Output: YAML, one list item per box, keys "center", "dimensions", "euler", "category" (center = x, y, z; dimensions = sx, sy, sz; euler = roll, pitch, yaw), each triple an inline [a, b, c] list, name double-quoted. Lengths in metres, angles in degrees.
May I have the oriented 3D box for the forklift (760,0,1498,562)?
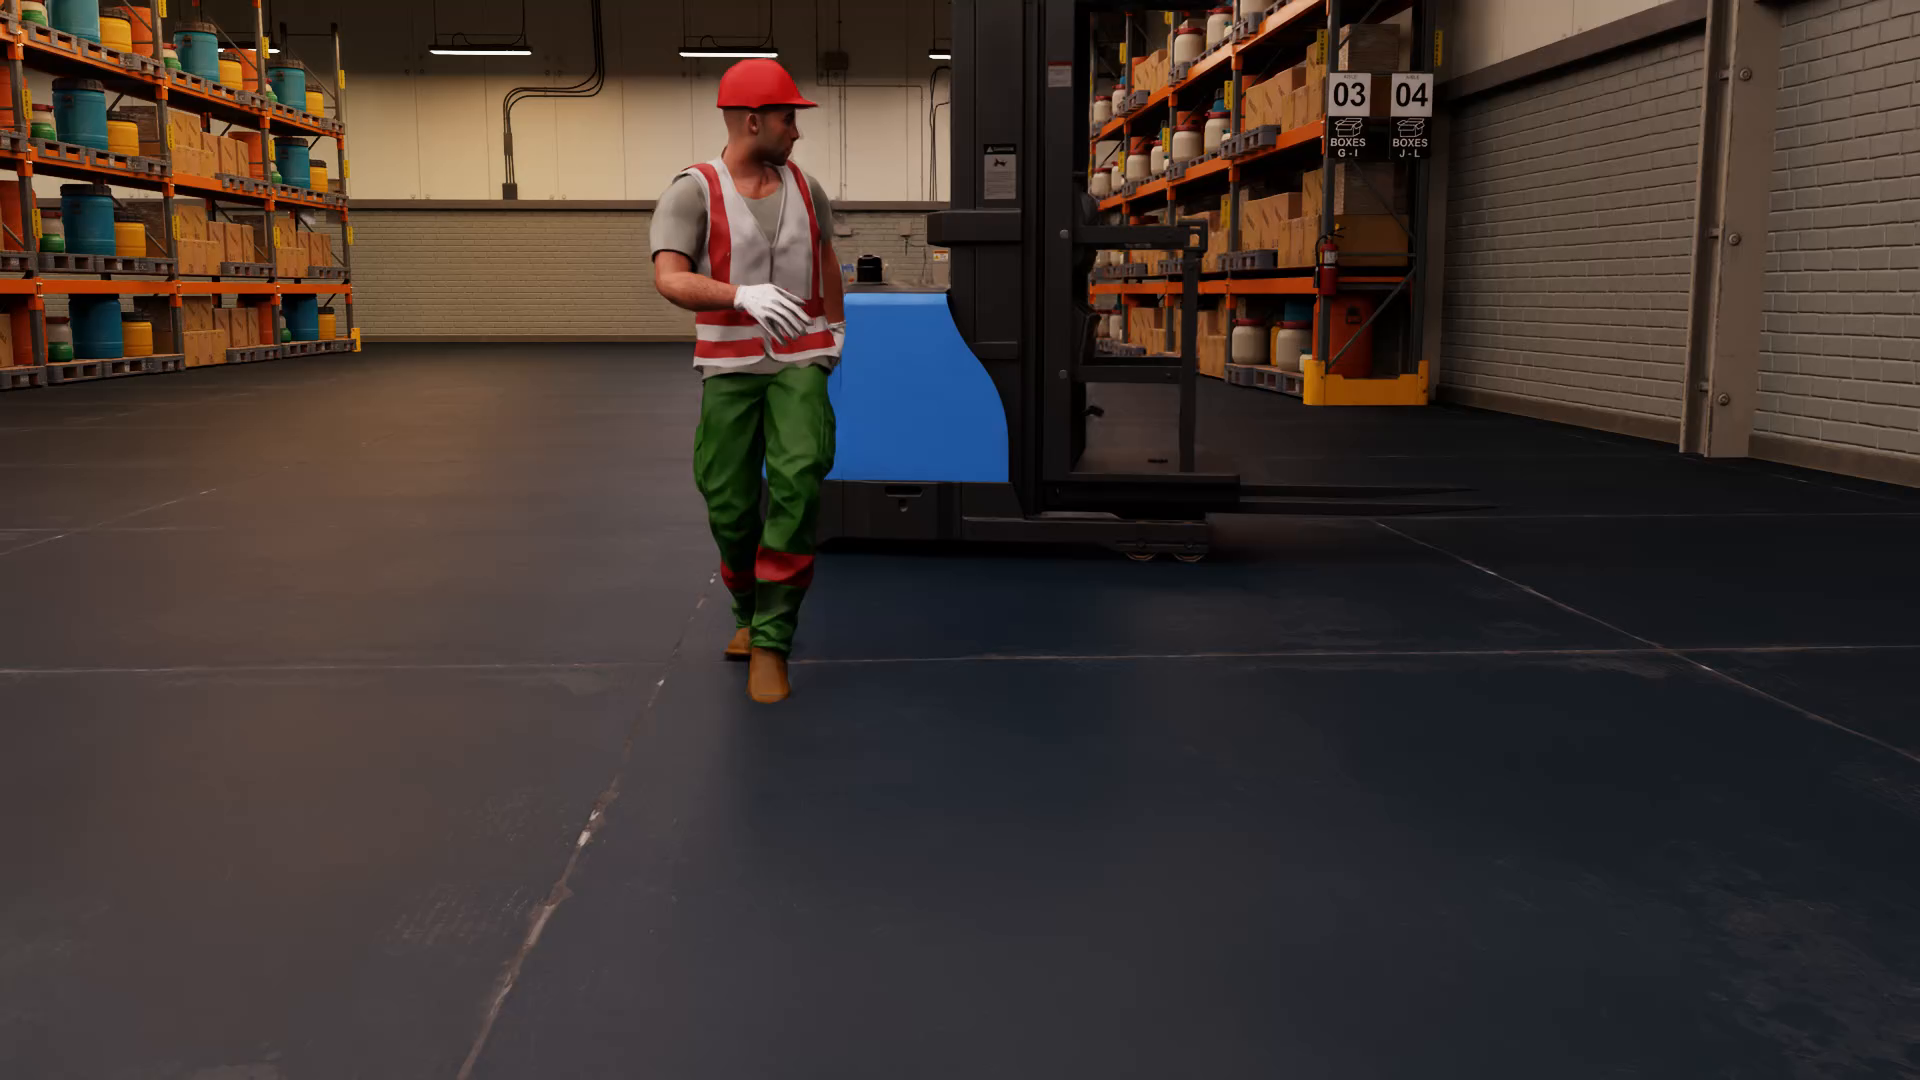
- center: [0.714, -1.443, 7.046]
  dimensions: [3.031, 2.935, 1.130]
  euler: [1, 9, 7]
  category: "forklift"

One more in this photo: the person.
- center: [-0.575, -0.463, 4.731]
  dimensions: [0.577, 1.753, 0.935]
  euler: [-1, 9, -9]
  category: "person"
